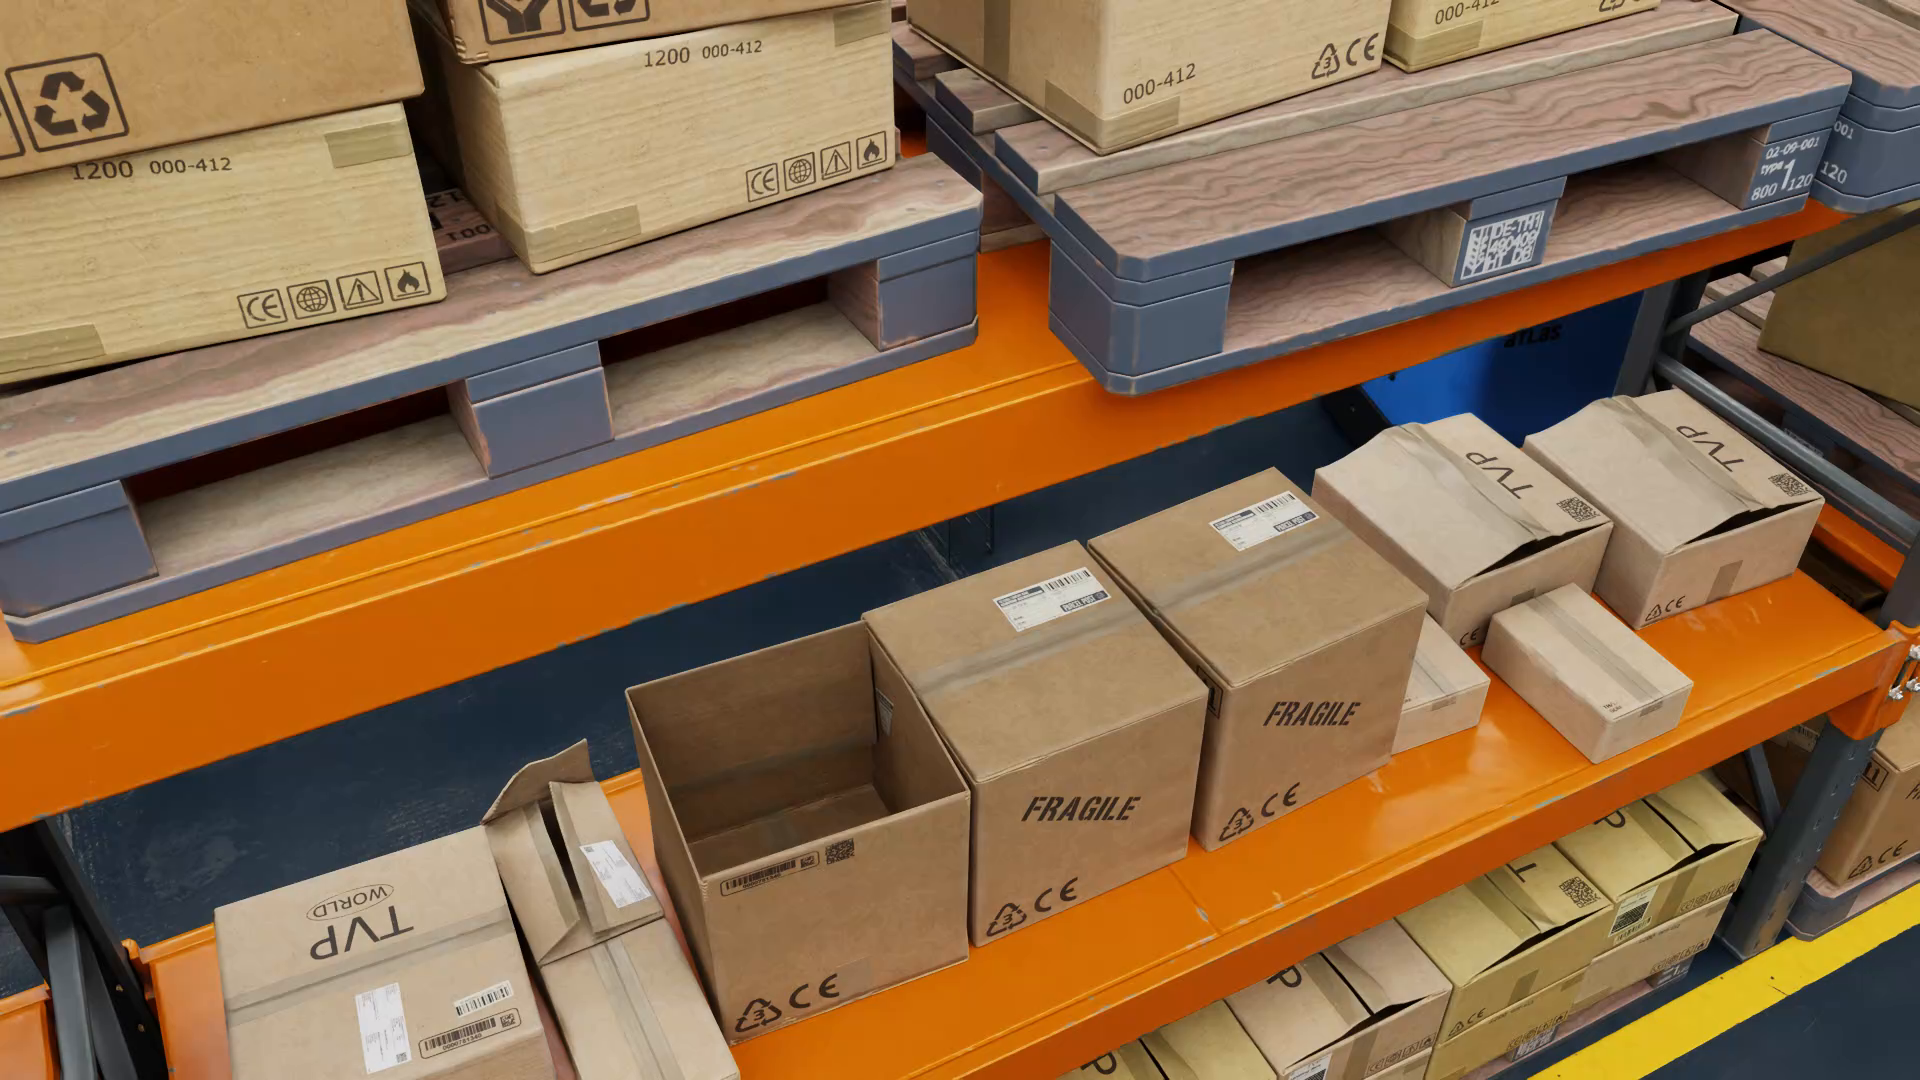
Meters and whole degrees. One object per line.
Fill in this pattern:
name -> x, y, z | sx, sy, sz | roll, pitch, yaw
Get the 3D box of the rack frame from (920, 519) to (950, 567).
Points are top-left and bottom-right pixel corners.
rack frame -> -0.094, -0.426, 5.825 | 0.006, 1.200, 0.240 | -19, 44, -21

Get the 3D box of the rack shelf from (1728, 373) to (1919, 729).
rack shelf -> 3.859, -0.549, 5.134 | 4.000, 0.370, 1.077 | -19, 44, -21

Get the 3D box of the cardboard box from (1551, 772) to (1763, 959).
cardboard box -> 1.734, 0.746, 4.417 | 0.500, 0.311, 0.500 | -17, 43, -20

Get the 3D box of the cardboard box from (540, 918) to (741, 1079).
cardboard box -> -0.583, 0.915, 3.041 | 0.250, 0.149, 0.380 | -19, 44, -21

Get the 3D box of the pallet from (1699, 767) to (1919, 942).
pallet -> 2.764, 0.636, 5.335 | 1.213, 0.211, 1.003 | -19, 44, -21

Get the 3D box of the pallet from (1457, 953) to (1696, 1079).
pallet -> 1.337, 1.061, 4.834 | 1.213, 0.211, 1.003 | -19, 44, -21

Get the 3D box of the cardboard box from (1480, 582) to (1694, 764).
cardboard box -> 1.415, 0.296, 3.774 | 0.250, 0.149, 0.380 | -19, 44, -21

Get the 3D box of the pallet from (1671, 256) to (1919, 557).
pallet -> 2.654, -0.396, 4.545 | 1.003, 0.211, 1.213 | -19, 44, -21

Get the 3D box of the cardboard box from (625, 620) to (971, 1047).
cardboard box -> -0.307, 0.551, 3.199 | 0.500, 0.500, 0.500 | -16, 43, -18

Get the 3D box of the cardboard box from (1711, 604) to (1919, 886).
cardboard box -> 2.621, 0.587, 4.829 | 0.500, 0.500, 0.500 | -17, 43, -19

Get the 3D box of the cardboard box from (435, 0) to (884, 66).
cardboard box -> -0.403, -0.912, 1.895 | 0.500, 0.500, 0.500 | -15, 42, -17

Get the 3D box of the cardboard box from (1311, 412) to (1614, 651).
cardboard box -> 1.202, -0.037, 4.041 | 0.500, 0.311, 0.500 | -19, 44, -21

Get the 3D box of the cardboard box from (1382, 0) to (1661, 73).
cardboard box -> 0.739, -0.976, 2.551 | 0.500, 0.250, 0.500 | -19, 44, -21

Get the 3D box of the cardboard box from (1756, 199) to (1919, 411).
cardboard box -> 2.591, -0.678, 4.327 | 0.700, 0.500, 0.500 | 31, 49, 31

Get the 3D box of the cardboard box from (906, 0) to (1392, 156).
cardboard box -> 0.261, -0.817, 2.363 | 0.500, 0.250, 0.500 | -22, 45, -24

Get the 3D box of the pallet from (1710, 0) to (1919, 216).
pallet -> 1.524, -1.046, 2.989 | 1.003, 0.211, 1.213 | -17, 43, -19

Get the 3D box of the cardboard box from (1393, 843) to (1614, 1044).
cardboard box -> 1.276, 0.904, 4.229 | 0.500, 0.311, 0.500 | -19, 44, -21

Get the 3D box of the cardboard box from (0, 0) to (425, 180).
cardboard box -> -0.898, -0.729, 1.678 | 0.500, 0.500, 0.500 | -18, 43, -20

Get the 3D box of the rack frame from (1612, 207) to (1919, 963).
rack frame -> 2.085, -0.227, 4.197 | 0.127, 3.000, 1.000 | -19, 44, -21

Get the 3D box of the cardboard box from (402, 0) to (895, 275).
cardboard box -> -0.426, -0.625, 2.136 | 0.500, 0.250, 0.500 | -23, 45, -25

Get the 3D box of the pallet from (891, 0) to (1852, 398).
pallet -> 0.534, -0.711, 2.592 | 1.213, 0.211, 1.003 | -17, 43, -19

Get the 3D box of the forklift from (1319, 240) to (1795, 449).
forklift -> 3.046, -1.652, 5.933 | 3.031, 2.935, 1.130 | -10, 41, -12

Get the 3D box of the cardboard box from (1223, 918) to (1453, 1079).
cardboard box -> 0.827, 1.053, 4.053 | 0.500, 0.311, 0.500 | -19, 44, -21

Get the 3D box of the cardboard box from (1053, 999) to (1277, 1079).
cardboard box -> 0.382, 1.202, 3.878 | 0.500, 0.311, 0.500 | -17, 43, -19

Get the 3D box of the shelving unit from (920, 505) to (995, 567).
shelving unit -> -0.013, -0.454, 5.857 | 0.189, 1.200, 0.258 | -19, 44, -21

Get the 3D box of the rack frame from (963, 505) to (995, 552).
rack frame -> 0.068, -0.481, 5.890 | 0.006, 1.200, 0.240 | -19, 44, -21

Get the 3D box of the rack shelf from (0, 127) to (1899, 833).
rack shelf -> 0.311, -0.500, 2.755 | 4.000, 0.370, 1.077 | -19, 44, -21

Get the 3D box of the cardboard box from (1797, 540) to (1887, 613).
cardboard box -> 2.806, 0.145, 5.351 | 0.500, 0.500, 0.500 | -17, 43, -19

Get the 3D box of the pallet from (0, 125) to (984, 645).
pallet -> -0.687, -0.376, 2.199 | 1.217, 0.209, 0.805 | -20, 44, -22

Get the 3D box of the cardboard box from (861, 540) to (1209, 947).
cardboard box -> 0.137, 0.402, 3.376 | 0.500, 0.500, 0.500 | -19, 44, -21

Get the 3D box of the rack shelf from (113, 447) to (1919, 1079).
rack shelf -> 0.311, 0.644, 3.724 | 4.000, 0.370, 1.077 | -19, 44, -21

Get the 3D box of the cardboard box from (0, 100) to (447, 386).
cardboard box -> -0.912, -0.460, 1.941 | 0.500, 0.250, 0.500 | -14, 42, -16

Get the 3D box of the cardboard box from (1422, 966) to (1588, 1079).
cardboard box -> 1.275, 1.115, 4.415 | 0.500, 0.250, 0.500 | -19, 44, -21

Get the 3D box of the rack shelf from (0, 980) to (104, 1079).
rack shelf -> -3.237, 1.838, 2.314 | 4.000, 0.370, 1.077 | -19, 44, -21

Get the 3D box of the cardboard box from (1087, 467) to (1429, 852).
cardboard box -> 0.604, 0.245, 3.562 | 0.500, 0.500, 0.500 | -21, 45, -23

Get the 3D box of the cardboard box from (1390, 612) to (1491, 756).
cardboard box -> 0.980, 0.282, 3.790 | 0.250, 0.149, 0.380 | -15, 43, -18

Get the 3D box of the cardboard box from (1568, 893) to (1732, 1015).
cardboard box -> 1.731, 0.959, 4.599 | 0.500, 0.250, 0.500 | -18, 43, -20

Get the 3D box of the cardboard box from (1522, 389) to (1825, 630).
cardboard box -> 1.742, -0.110, 4.127 | 0.500, 0.311, 0.500 | -16, 43, -18

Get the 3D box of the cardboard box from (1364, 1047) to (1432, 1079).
cardboard box -> 0.828, 1.263, 4.239 | 0.500, 0.250, 0.500 | -18, 43, -20

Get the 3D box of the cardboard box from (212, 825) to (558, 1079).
cardboard box -> -1.046, 0.852, 3.038 | 0.500, 0.250, 0.500 | -16, 43, -18

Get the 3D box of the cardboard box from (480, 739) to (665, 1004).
cardboard box -> -0.768, 0.650, 3.264 | 0.258, 0.266, 0.396 | -20, 44, -22
